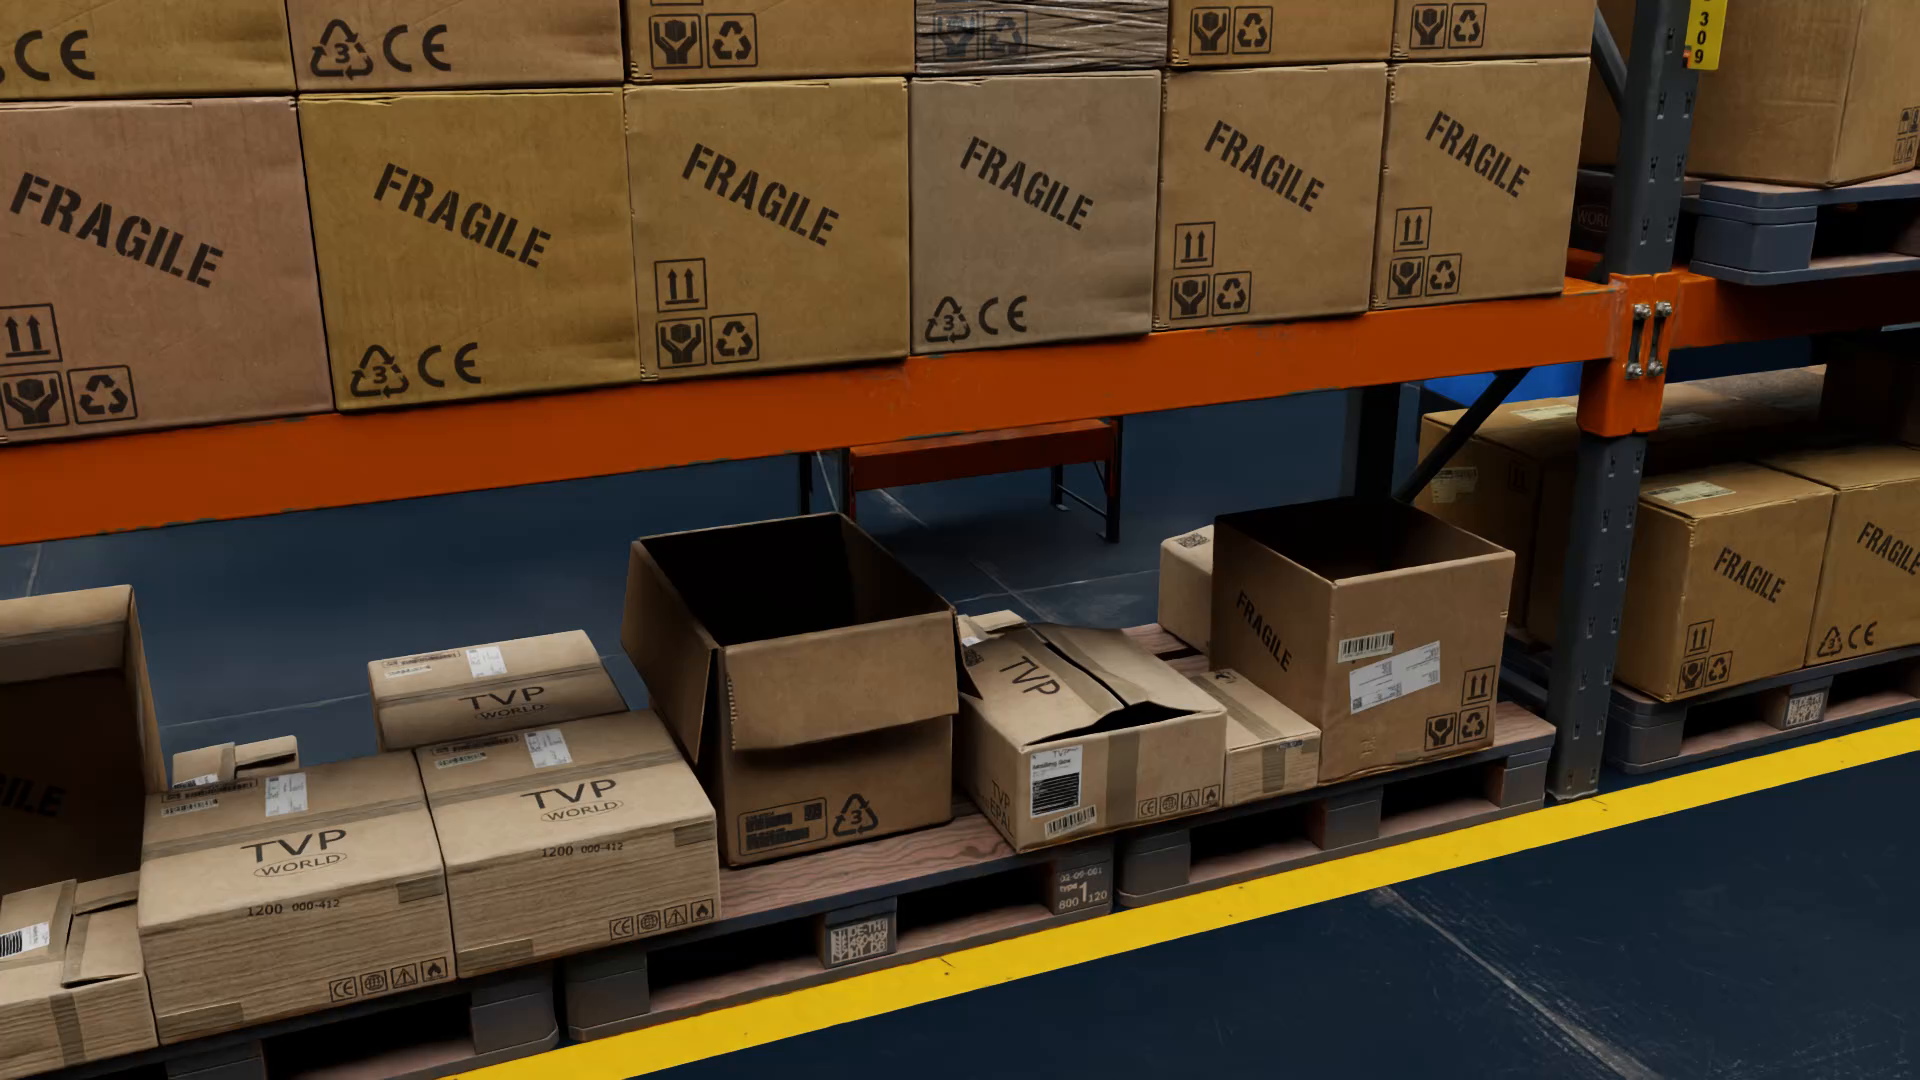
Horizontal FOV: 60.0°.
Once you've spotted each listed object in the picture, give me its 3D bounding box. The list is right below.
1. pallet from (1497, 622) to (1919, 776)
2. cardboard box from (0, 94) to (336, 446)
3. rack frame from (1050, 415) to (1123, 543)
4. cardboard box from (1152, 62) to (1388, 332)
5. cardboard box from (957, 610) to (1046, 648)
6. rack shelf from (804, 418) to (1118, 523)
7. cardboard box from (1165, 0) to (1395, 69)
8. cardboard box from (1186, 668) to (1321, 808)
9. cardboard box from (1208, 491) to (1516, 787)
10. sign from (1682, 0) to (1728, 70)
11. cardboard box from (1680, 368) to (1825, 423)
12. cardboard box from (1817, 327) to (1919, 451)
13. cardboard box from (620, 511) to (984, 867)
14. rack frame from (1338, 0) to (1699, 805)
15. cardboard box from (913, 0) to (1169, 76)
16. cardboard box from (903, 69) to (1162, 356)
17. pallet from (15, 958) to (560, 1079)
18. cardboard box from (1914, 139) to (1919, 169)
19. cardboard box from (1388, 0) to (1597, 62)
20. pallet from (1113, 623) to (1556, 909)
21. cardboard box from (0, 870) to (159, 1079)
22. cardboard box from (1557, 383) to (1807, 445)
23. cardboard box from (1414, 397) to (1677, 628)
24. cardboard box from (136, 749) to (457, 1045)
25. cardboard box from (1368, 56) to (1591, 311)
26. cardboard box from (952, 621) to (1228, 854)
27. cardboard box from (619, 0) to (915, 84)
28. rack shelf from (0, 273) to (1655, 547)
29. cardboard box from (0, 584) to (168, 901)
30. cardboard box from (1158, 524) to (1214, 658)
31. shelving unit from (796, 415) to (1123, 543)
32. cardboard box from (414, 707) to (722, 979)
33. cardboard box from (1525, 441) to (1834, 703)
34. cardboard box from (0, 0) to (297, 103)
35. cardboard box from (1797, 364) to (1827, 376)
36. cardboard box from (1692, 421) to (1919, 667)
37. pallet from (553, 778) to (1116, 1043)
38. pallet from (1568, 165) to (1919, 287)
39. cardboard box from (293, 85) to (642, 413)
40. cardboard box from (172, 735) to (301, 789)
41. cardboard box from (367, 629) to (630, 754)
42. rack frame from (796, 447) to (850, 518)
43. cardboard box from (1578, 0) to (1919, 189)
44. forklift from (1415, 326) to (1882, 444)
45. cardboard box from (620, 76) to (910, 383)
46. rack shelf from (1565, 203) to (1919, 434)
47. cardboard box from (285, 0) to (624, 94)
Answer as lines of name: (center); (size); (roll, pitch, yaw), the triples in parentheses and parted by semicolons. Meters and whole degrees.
pallet: (2.084, 0.282, 4.902); (1.213, 0.211, 1.003); (-8, 21, -22)
cardboard box: (-1.337, -0.483, 2.726); (0.500, 0.500, 0.500); (-8, 21, -22)
rack frame: (0.461, -0.597, 6.023); (0.032, 1.125, 0.500); (-8, 21, -22)
cardboard box: (0.522, -0.749, 3.483); (0.500, 0.500, 0.500); (-8, 21, -20)
cardboard box: (0.091, 0.321, 4.199); (0.250, 0.166, 0.380); (-8, 21, -22)
rack shelf: (-0.006, -0.299, 5.914); (1.000, 0.278, 0.538); (-8, 21, -22)
cardboard box: (0.521, -1.220, 3.313); (0.500, 0.500, 0.500); (-9, 21, -23)
cardboard box: (0.621, 0.452, 3.852); (0.250, 0.149, 0.380); (-8, 21, -22)
cardboard box: (0.941, 0.219, 3.986); (0.500, 0.500, 0.500); (-8, 21, -22)
sign: (1.574, -1.158, 3.492); (0.005, 0.325, 0.100); (-8, 21, -22)
cardboard box: (2.609, -0.224, 5.242); (0.500, 0.500, 0.500); (-8, 21, -21)
cardboard box: (2.811, -0.418, 4.663); (0.500, 0.250, 0.500); (-8, 21, -22)
cardboard box: (-0.371, 0.304, 3.738); (0.637, 0.503, 0.797); (-8, 21, -22)
rack frame: (1.352, -0.914, 4.103); (0.127, 3.000, 1.000); (-8, 21, -22)
cardboard box: (0.058, -1.153, 3.125); (0.500, 0.500, 0.500); (-8, 21, -21)
cardboard box: (0.051, -0.681, 3.289); (0.500, 0.500, 0.500); (-8, 21, -21)
pallet: (-1.519, 0.812, 3.398); (1.213, 0.211, 1.003); (-8, 21, -22)
cardboard box: (2.482, -1.264, 4.311); (0.500, 0.500, 0.700); (-5, 20, -13)
cardboard box: (0.990, -1.288, 3.507); (0.500, 0.500, 0.500); (-8, 21, -22)
pallet: (0.721, 0.491, 4.310); (1.213, 0.211, 1.003); (-8, 21, -22)
cardboard box: (-1.571, 0.757, 2.958); (0.250, 0.166, 0.380); (-8, 21, -22)
cardboard box: (2.149, -0.158, 5.055); (0.500, 0.500, 0.500); (-8, 21, -22)
cardboard box: (1.692, -0.095, 4.877); (0.500, 0.500, 0.500); (-8, 21, -22)
cardboard box: (-1.250, 0.650, 3.136); (0.500, 0.250, 0.500); (-8, 21, -22)
cardboard box: (0.995, -0.818, 3.677); (0.500, 0.500, 0.500); (-8, 21, -21)
cardboard box: (0.253, 0.406, 3.737); (0.500, 0.311, 0.500); (-8, 21, -22)
cardboard box: (-0.405, -1.087, 2.938); (0.500, 0.500, 0.500); (-8, 21, -22)
rack shelf: (-0.484, -0.312, 3.475); (4.000, 0.370, 1.077); (-8, 21, -22)
cardboard box: (-1.919, 0.437, 3.367); (0.500, 0.500, 0.500); (-8, 21, -22)
cardboard box: (0.881, 0.136, 4.507); (0.500, 0.311, 0.500); (-8, 21, -22)
shelving unit: (-0.006, -0.530, 5.833); (1.048, 1.125, 0.538); (-8, 21, -22)
cardboard box: (-0.791, 0.585, 3.323); (0.500, 0.250, 0.500); (-8, 21, -22)
cardboard box: (1.893, 0.068, 4.414); (0.500, 0.500, 0.500); (-9, 21, -24)
cardboard box: (-1.332, -0.956, 2.565); (0.500, 0.500, 0.500); (-8, 21, -21)
cardboard box: (3.076, -0.291, 5.434); (0.500, 0.500, 0.500); (-9, 21, -24)
cardboard box: (2.378, -0.006, 4.623); (0.500, 0.500, 0.500); (-8, 21, -21)
pallet: (-0.401, 0.653, 3.851); (1.213, 0.211, 1.003); (-8, 21, -22)
pallet: (2.129, -0.896, 4.339); (1.213, 0.211, 1.003); (-8, 21, -22)
cardboard box: (-0.875, -0.548, 2.911); (0.500, 0.500, 0.500); (-8, 21, -22)
cardboard box: (-1.512, 0.568, 3.496); (0.250, 0.166, 0.380); (-8, 21, -22)
cardboard box: (-1.035, 0.439, 3.737); (0.500, 0.250, 0.500); (-8, 21, -22)
rack frame: (-0.473, -0.463, 5.643); (0.032, 1.125, 0.500); (-8, 21, -22)
cardboard box: (1.876, -1.154, 4.000); (0.500, 0.500, 0.700); (-17, 26, -40)
forklift: (3.485, -1.720, 6.495); (3.031, 2.935, 1.130); (-6, 20, -15)
cardboard box: (-0.416, -0.613, 3.097); (0.500, 0.500, 0.500); (-8, 21, -21)
rack shelf: (3.188, -0.838, 4.969); (4.000, 0.370, 1.077); (-8, 21, -22)
cardboard box: (-0.871, -1.020, 2.747); (0.500, 0.500, 0.500); (-8, 21, -21)
